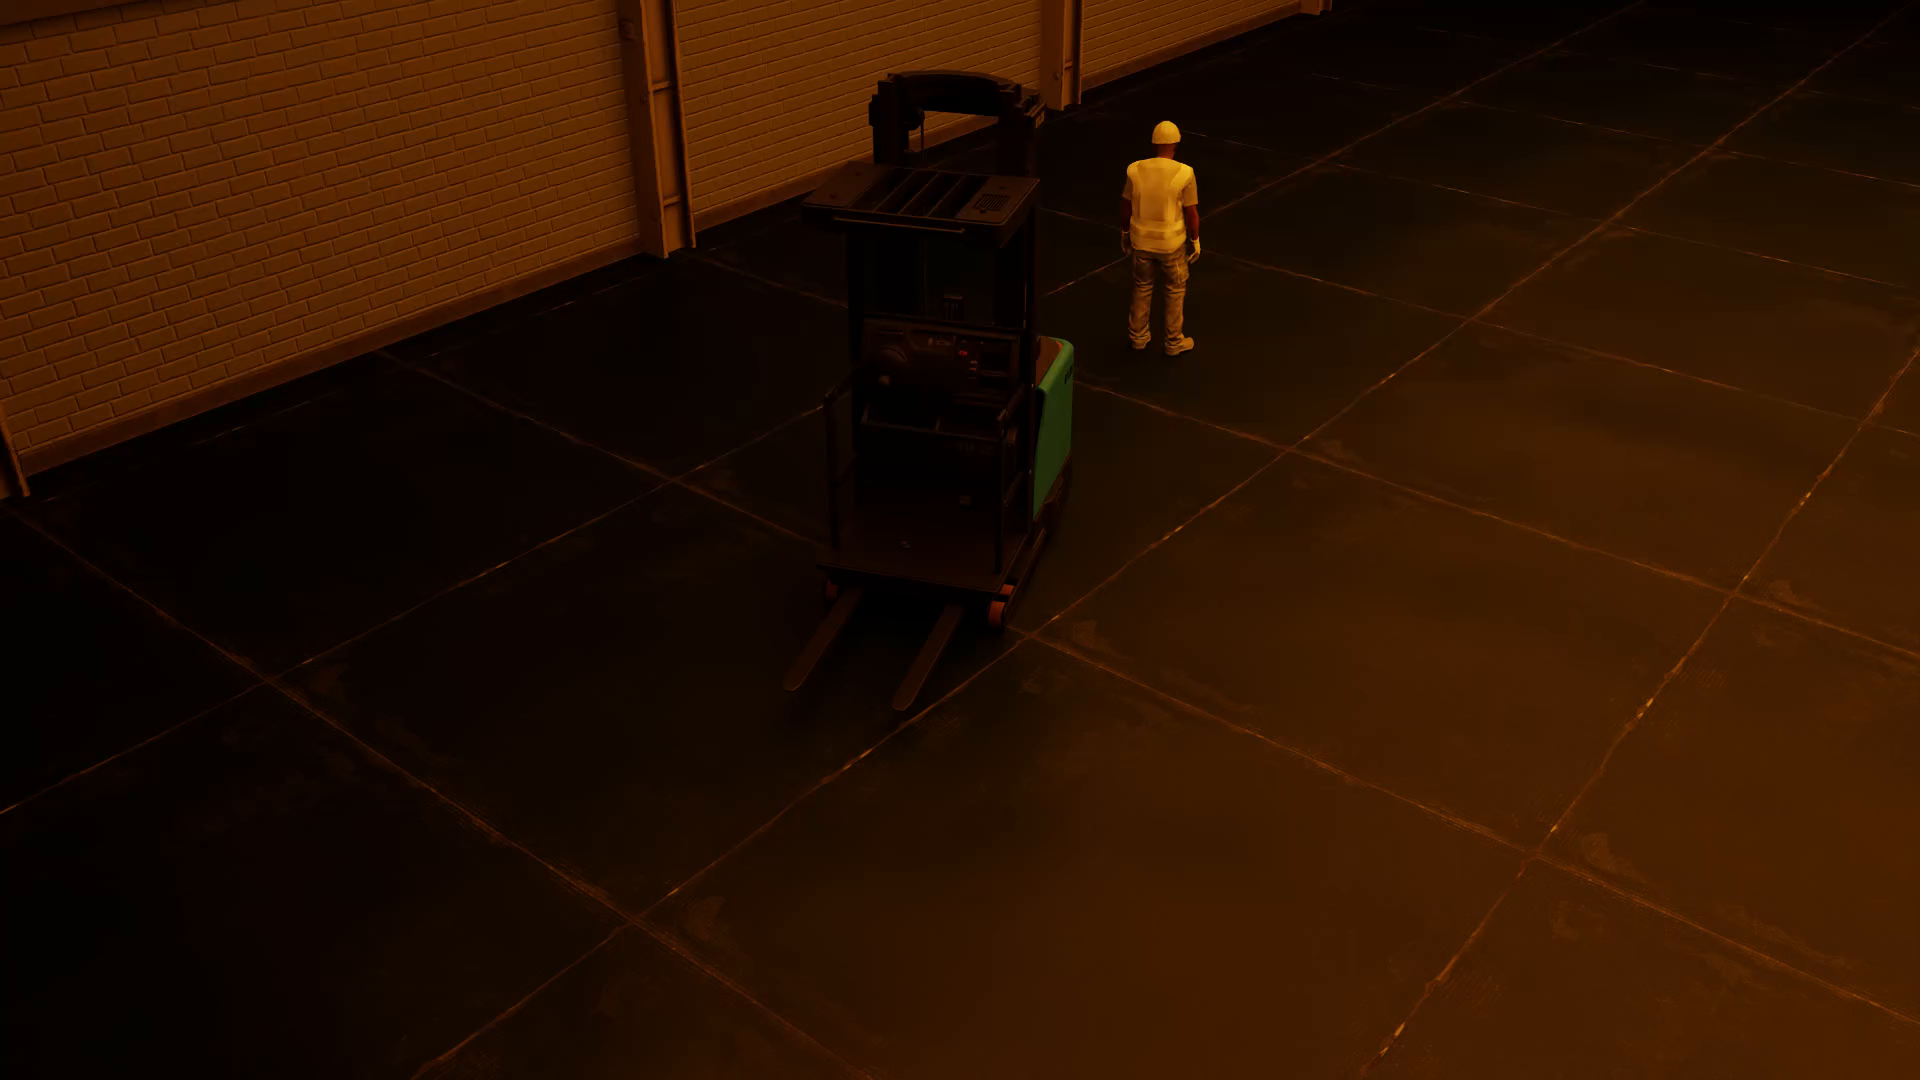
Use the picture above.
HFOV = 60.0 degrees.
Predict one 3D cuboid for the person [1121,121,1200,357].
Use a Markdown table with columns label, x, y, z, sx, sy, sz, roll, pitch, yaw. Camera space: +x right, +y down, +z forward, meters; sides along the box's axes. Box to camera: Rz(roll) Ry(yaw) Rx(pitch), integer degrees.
| label | x | y | z | sx | sy | sz | roll | pitch | yaw |
| --- | --- | --- | --- | --- | --- | --- | --- | --- | --- |
| person | 1.523 | -2.287 | 12.660 | 0.624 | 1.773 | 0.451 | 13 | 33 | 21 |

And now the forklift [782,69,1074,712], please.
| label | x | y | z | sx | sy | sz | roll | pitch | yaw |
| --- | --- | --- | --- | --- | --- | --- | --- | --- | --- |
| forklift | -0.176 | -0.972 | 9.258 | 1.130 | 2.935 | 3.031 | 9 | 31 | 14 |
